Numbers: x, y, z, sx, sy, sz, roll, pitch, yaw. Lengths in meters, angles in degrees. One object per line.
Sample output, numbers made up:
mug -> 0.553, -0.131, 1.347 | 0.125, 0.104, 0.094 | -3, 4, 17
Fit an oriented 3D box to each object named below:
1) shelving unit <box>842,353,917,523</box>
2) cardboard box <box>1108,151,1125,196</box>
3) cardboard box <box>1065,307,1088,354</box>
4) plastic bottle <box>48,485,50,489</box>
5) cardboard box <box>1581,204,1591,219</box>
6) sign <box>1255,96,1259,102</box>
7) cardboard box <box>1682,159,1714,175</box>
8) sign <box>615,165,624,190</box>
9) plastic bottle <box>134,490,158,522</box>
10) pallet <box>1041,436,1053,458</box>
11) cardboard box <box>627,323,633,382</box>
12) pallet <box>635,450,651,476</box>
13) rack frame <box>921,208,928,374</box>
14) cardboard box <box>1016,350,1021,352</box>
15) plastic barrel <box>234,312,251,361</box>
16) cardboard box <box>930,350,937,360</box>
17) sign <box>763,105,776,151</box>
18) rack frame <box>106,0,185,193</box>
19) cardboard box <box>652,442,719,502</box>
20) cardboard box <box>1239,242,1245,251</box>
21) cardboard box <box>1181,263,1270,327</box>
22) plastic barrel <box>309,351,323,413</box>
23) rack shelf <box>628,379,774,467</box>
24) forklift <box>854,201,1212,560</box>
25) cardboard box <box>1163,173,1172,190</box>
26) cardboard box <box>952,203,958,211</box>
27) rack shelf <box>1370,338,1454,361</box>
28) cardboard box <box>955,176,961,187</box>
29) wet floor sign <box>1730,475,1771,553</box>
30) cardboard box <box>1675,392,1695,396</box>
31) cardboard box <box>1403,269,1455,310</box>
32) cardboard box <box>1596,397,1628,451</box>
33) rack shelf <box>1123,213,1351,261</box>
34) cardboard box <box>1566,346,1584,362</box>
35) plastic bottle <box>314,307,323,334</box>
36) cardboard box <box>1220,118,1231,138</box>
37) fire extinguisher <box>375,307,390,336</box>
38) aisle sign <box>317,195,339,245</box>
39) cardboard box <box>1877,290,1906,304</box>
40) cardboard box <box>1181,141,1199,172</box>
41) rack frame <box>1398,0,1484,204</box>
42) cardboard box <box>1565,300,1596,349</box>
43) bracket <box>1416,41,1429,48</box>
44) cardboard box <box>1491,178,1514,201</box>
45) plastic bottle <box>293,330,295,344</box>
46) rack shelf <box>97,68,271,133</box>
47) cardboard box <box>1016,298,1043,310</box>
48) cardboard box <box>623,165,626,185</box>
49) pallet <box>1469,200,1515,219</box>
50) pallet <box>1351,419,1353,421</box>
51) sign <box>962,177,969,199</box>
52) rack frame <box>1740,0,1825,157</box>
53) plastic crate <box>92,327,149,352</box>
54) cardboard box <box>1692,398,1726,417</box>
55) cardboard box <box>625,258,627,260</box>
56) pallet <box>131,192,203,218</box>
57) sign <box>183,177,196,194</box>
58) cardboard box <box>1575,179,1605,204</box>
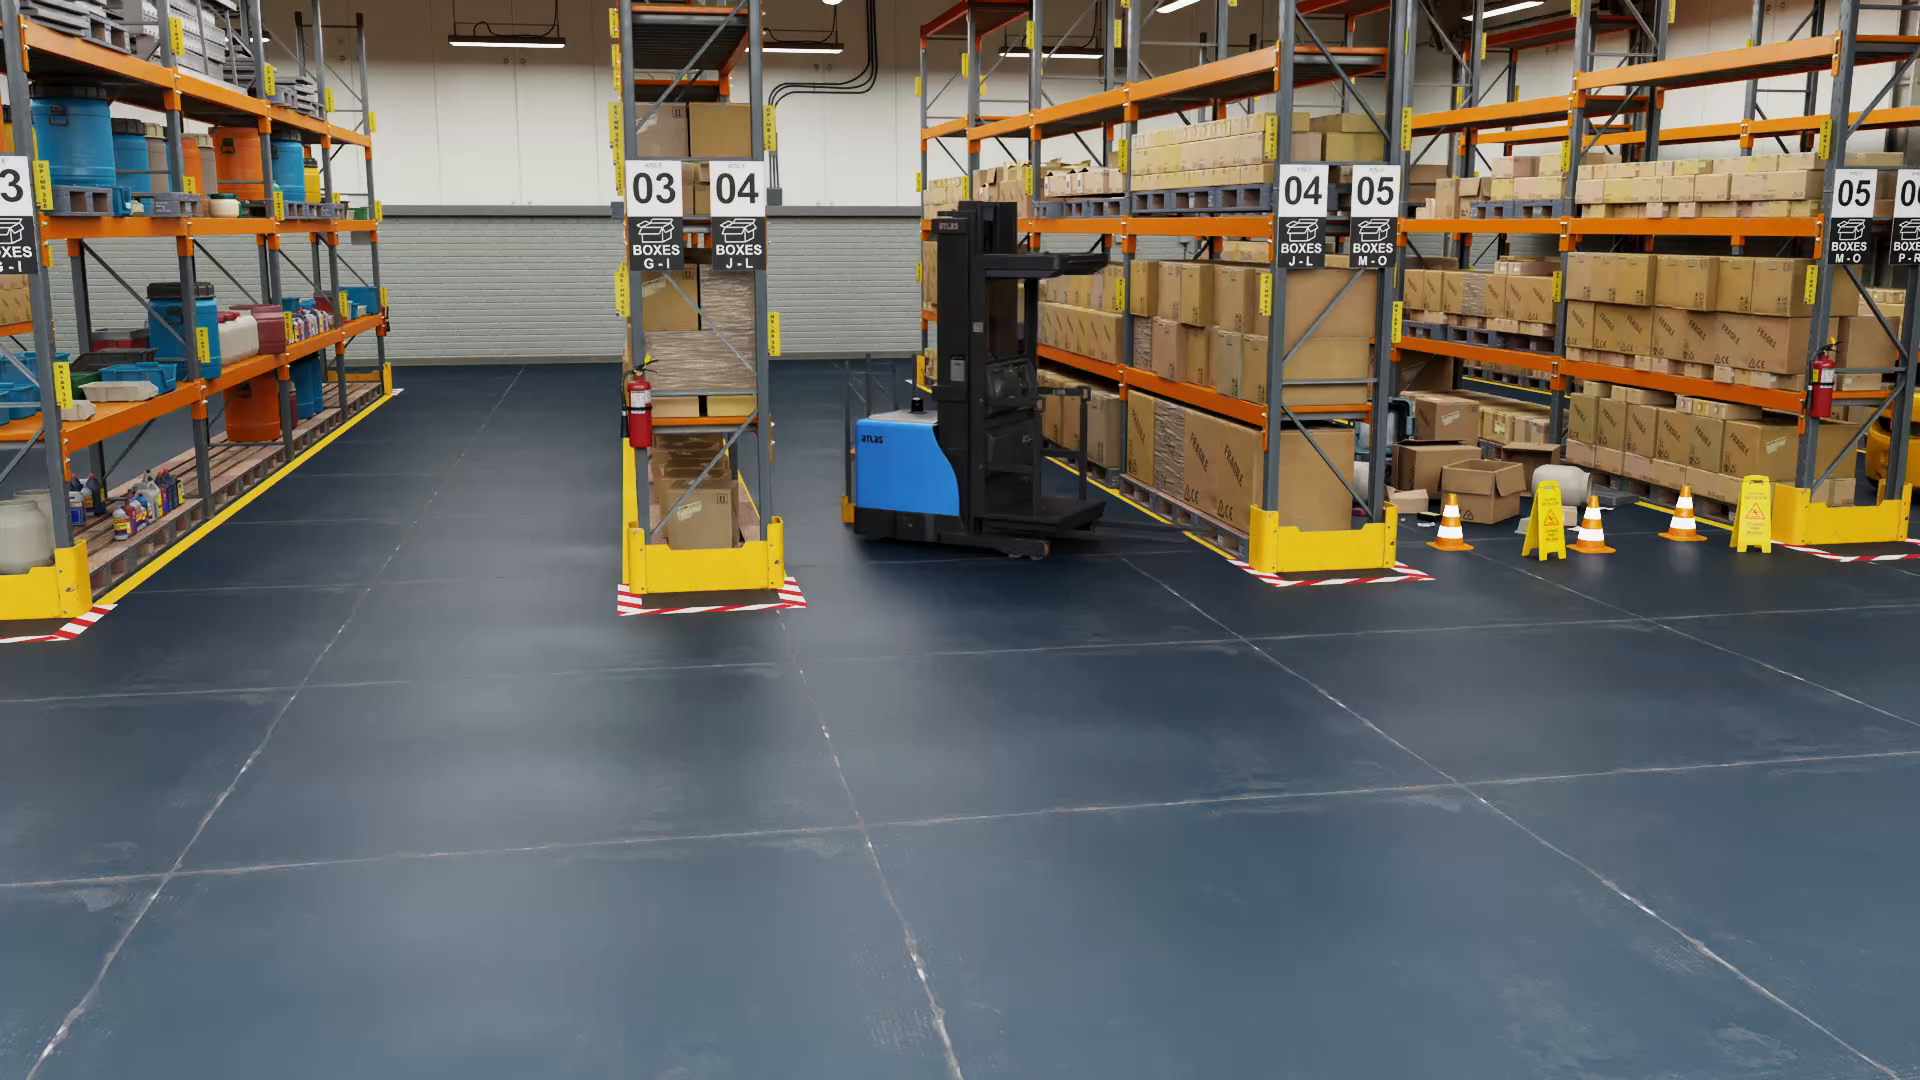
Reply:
shelving unit -> -0.741, -0.993, 15.902 | 0.587, 1.500, 1.083 | 2, 11, 8
cardboard box -> 2.005, -4.201, 19.067 | 0.500, 0.500, 0.500 | -2, 11, -11
cardboard box -> 1.508, -2.412, 19.077 | 0.500, 0.500, 0.500 | -2, 11, -12
plastic bottle -> -7.704, -0.295, 14.134 | 0.144, 0.351, 0.185 | -2, 11, -11
cardboard box -> 6.824, -3.480, 17.608 | 0.380, 0.149, 0.250 | -2, 11, -12
sign -> 5.207, -7.860, 29.213 | 0.100, 0.325, 0.005 | -2, 11, -11
cardboard box -> 7.097, -3.536, 15.770 | 0.380, 0.149, 0.250 | -2, 11, -10
sign -> -4.039, -4.318, 19.742 | 0.100, 0.325, 0.005 | -2, 11, -11
plastic bottle -> -7.038, -0.302, 14.370 | 0.152, 0.276, 0.135 | -2, 11, -10
pallet -> 1.471, -1.215, 20.513 | 1.003, 0.211, 1.213 | -2, 11, -11
cardboard box -> -2.232, -1.487, 13.425 | 0.875, 0.500, 0.500 | -2, 11, -11
pallet -> -3.109, -0.833, 18.511 | 1.003, 0.211, 1.213 | -2, 11, -11
rack frame -> -0.164, -4.199, 28.736 | 1.000, 3.000, 0.127 | -2, 11, -11
cardboard box -> 0.604, -2.569, 23.730 | 0.500, 0.250, 0.500 | -2, 11, -9
plastic barrel -> -7.860, -2.187, 17.863 | 0.421, 0.512, 0.421 | 0, 11, 0
cardboard box -> -0.301, -3.092, 27.828 | 0.380, 0.149, 0.250 | -2, 11, -11
sign -> -1.405, -3.025, 12.209 | 0.100, 0.325, 0.005 | -2, 11, -11
rack frame -> -7.574, -4.603, 14.815 | 1.000, 3.000, 0.127 | -2, 11, -11
cardboard box -> -2.558, -0.635, 15.573 | 0.500, 0.500, 0.500 | 1, 11, 7
cardboard box -> 4.828, -4.849, 27.475 | 0.380, 0.149, 0.250 | -2, 11, -11
cardboard box -> 2.510, -2.236, 15.132 | 0.875, 0.550, 0.500 | -2, 11, -11
plastic barrel -> -9.040, -2.199, 22.714 | 0.600, 0.901, 0.708 | -2, 11, -11
rack shelf -> -2.326, -1.116, 14.462 | 1.077, 0.370, 4.000 | -2, 11, -11
forklift -> 0.621, -1.384, 14.128 | 3.031, 2.935, 1.130 | 5, 12, 26
cardboard box -> 2.107, -3.338, 15.471 | 0.380, 0.149, 0.250 | -2, 11, -12
cardboard box -> 0.168, -5.037, 25.519 | 0.500, 0.250, 0.500 | -2, 11, -11
rack shelf -> 5.839, -2.944, 24.064 | 1.077, 0.370, 4.000 | -2, 11, -11
cardboard box -> 0.135, -5.446, 25.260 | 0.380, 0.149, 0.250 | -2, 11, -11
wet floor sign -> 6.771, -0.233, 14.194 | 0.267, 0.644, 0.232 | 2, 11, 9
cardboard box -> 10.716, -2.252, 24.067 | 0.500, 0.500, 0.500 | -2, 11, -12
cardboard box -> 6.088, -3.241, 21.516 | 0.500, 0.500, 0.500 | -2, 11, -13
cardboard box -> 6.971, -1.205, 17.229 | 0.500, 0.500, 0.500 | -2, 11, -9
rack shelf -> 2.559, -2.752, 15.032 | 1.077, 0.370, 4.000 | -2, 11, -11
cardboard box -> 6.752, -2.004, 17.874 | 0.380, 0.149, 0.250 | -2, 11, -11
plastic bottle -> -8.630, -2.943, 22.266 | 0.144, 0.351, 0.185 | -2, 11, -11
cardboard box -> 2.400, -3.452, 13.935 | 0.380, 0.149, 0.250 | -2, 11, -10
fire extinguisher -> -9.491, -3.680, 27.213 | 0.296, 0.674, 0.183 | -2, 11, -11
aisle sign -> -10.213, -5.137, 26.709 | 0.394, 0.787, 0.004 | -2, 11, -11
cardboard box -> 11.344, -2.937, 20.103 | 0.380, 0.149, 0.250 | -2, 11, -13
cardboard box -> 2.288, -3.422, 14.845 | 0.500, 0.250, 0.500 | -2, 11, -10
rack frame -> 6.228, -5.877, 21.509 | 1.000, 3.000, 0.127 | -2, 11, -11
cardboard box -> 6.818, -2.301, 17.701 | 0.500, 0.500, 0.500 | -2, 11, -11
bracket -> 8.927, -10.397, 35.628 | 0.076, 0.066, 5.218 | -2, 11, -11
cardboard box -> 6.558, -4.091, 19.425 | 0.500, 0.250, 0.500 | -2, 11, -10
plastic bottle -> -8.230, -2.515, 20.419 | 0.097, 0.201, 0.097 | 0, 11, 0
rack shelf -> -7.963, -4.420, 16.847 | 1.077, 0.370, 4.000 | -2, 11, -11
cardboard box -> 0.849, -3.035, 21.372 | 0.380, 0.149, 0.250 | -2, 11, -10
cardboard box -> -2.466, -2.881, 13.125 | 0.380, 0.149, 0.250 | -2, 11, -11
pallet -> 6.785, -3.885, 19.567 | 1.213, 0.211, 1.003 | -2, 11, -11
pallet -> 6.148, -1.708, 23.105 | 1.003, 0.211, 1.213 | -2, 11, -11
sign -> 0.083, -5.172, 24.441 | 0.100, 0.325, 0.005 | -2, 11, -11
rack frame -> 11.096, -6.059, 22.461 | 1.000, 3.000, 0.127 | -2, 11, -11
plastic crate -> -7.968, -1.765, 15.778 | 0.402, 0.464, 0.583 | -2, 11, -11
cardboard box -> 7.189, -1.254, 15.754 | 0.380, 0.149, 0.250 | -2, 11, -10
cardboard box -> -5.123, -4.288, 26.806 | 0.500, 0.500, 0.500 | -2, 11, -12
pallet -> -7.337, -2.908, 14.436 | 1.213, 0.211, 1.003 | -2, 11, -11
sign -> -7.032, -3.152, 15.189 | 0.100, 0.325, 0.005 | -2, 11, -11
cardboard box -> 6.823, -3.652, 17.445 | 0.500, 0.250, 0.500 | -2, 11, -12
